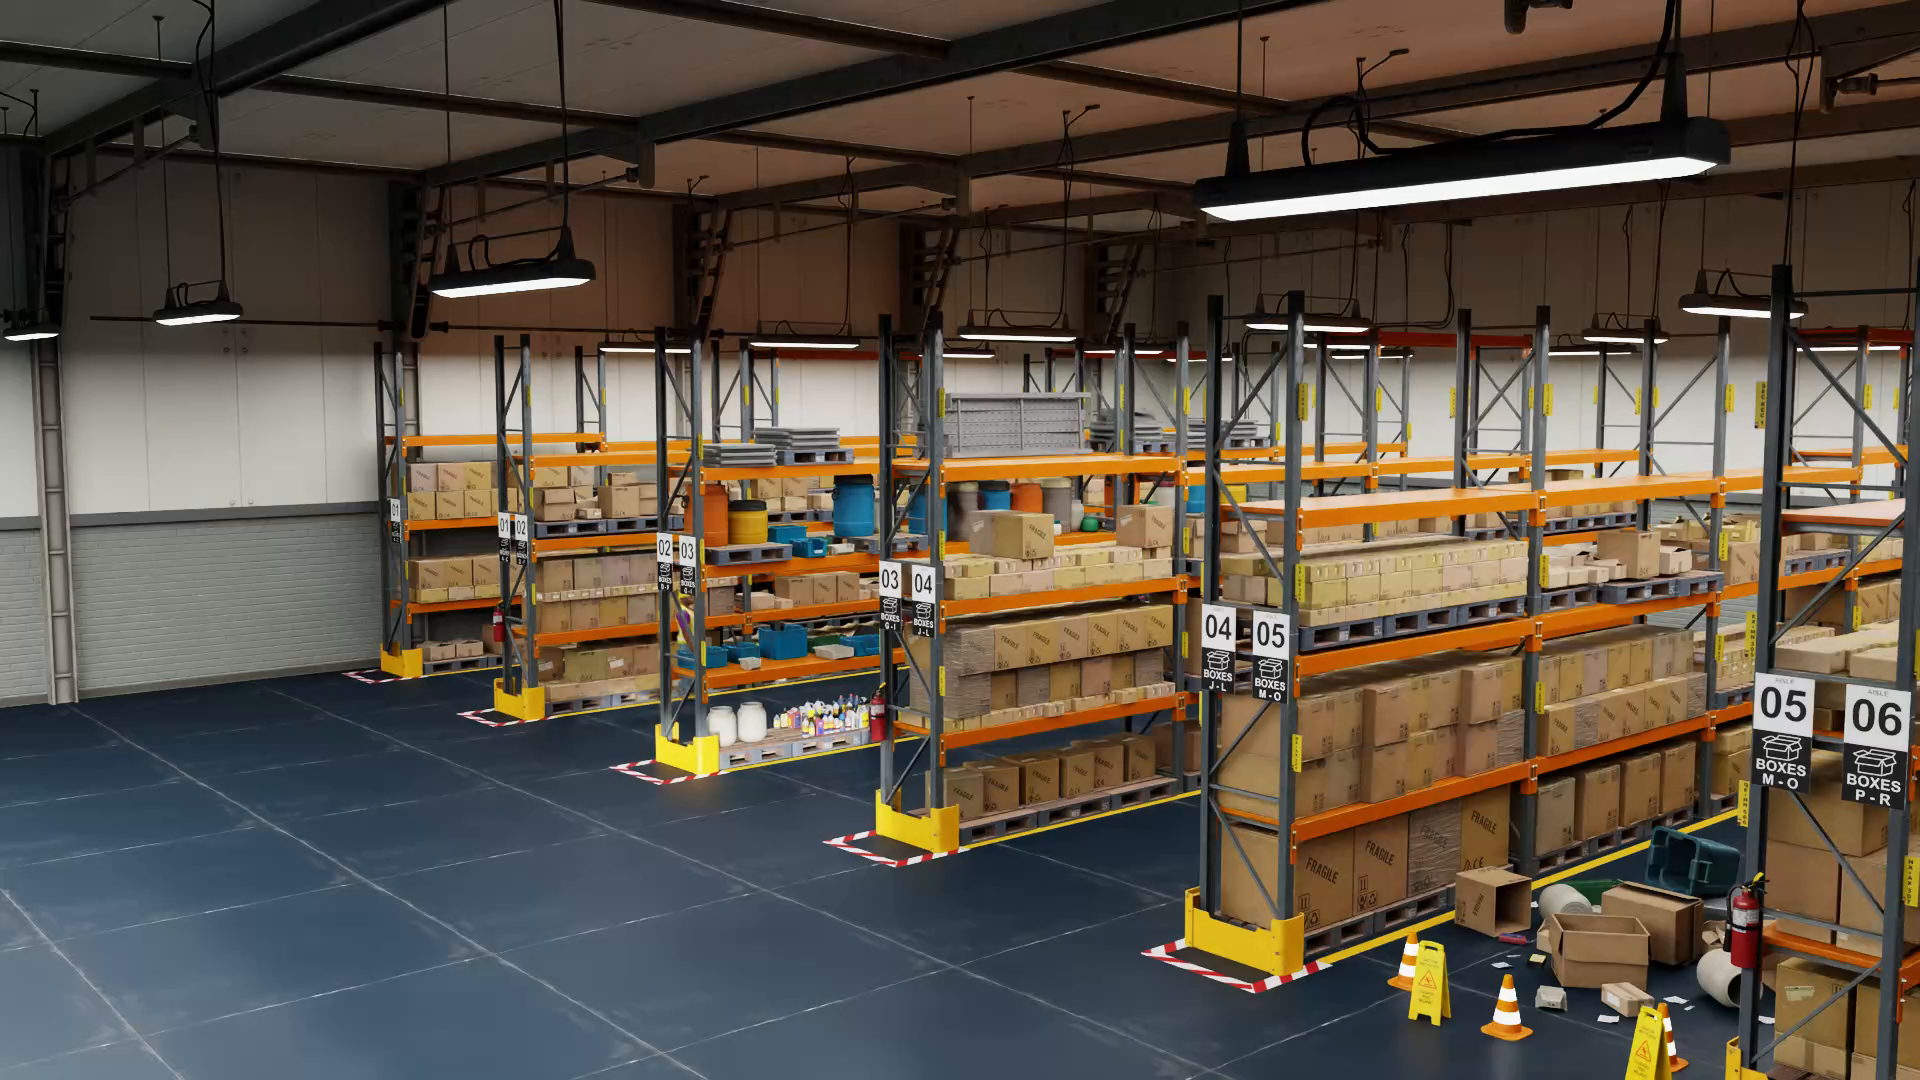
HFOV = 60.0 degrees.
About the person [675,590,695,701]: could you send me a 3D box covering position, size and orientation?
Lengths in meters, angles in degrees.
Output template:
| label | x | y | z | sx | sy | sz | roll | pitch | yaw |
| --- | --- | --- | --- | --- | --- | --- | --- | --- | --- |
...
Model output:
| label | x | y | z | sx | sy | sz | roll | pitch | yaw |
| --- | --- | --- | --- | --- | --- | --- | --- | --- | --- |
| person | -4.254 | 1.651 | 26.133 | 0.412 | 1.832 | 0.591 | -1 | 5 | -8 |
